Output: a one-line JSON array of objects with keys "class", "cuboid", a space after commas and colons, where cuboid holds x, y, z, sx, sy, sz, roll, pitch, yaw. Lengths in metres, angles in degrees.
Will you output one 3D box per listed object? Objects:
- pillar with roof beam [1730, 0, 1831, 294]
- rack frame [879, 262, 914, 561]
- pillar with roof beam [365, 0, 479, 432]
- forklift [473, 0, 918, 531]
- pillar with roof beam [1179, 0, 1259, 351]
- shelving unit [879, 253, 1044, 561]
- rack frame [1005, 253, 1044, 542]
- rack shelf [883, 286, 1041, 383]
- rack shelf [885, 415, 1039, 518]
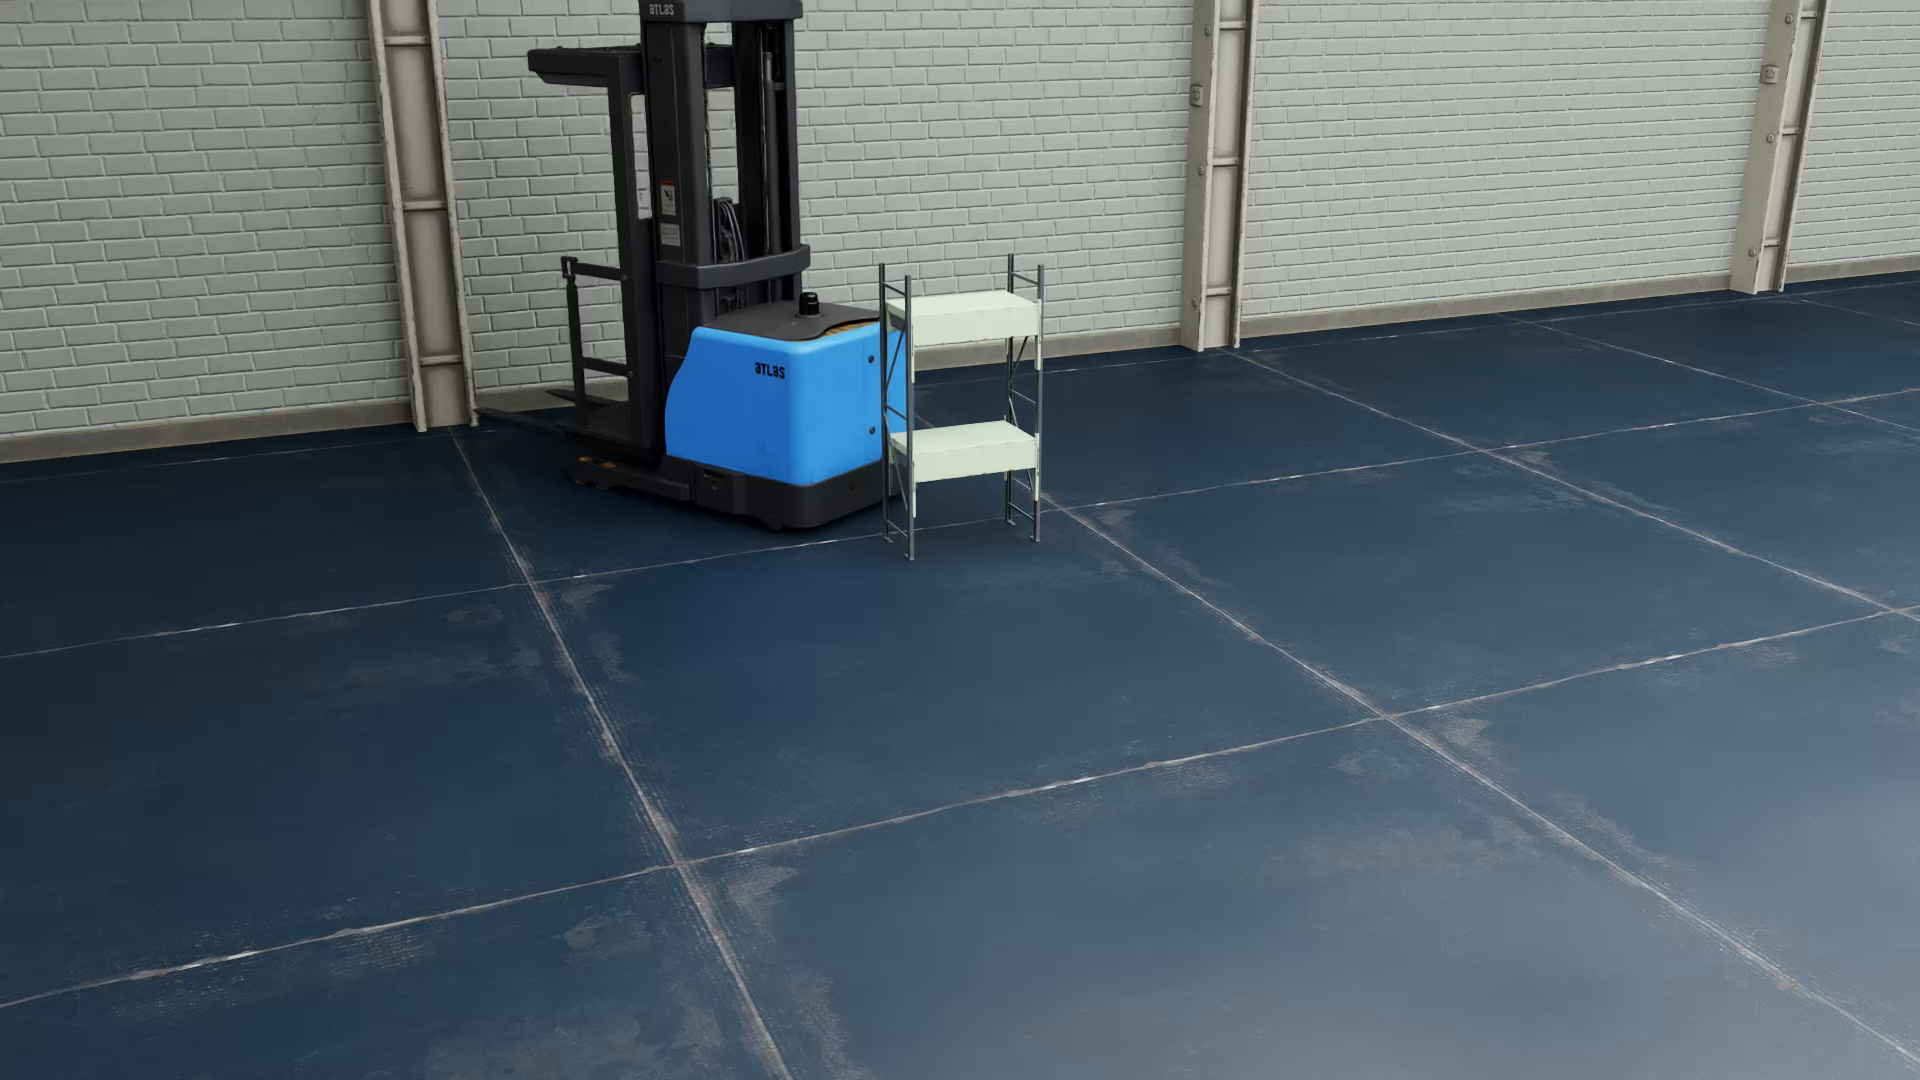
[{"class": "pillar with roof beam", "cuboid": [9.238, -5.302, 10.532, 0.400, 9.000, 9.100, -8, 21, -22]}, {"class": "rack frame", "cuboid": [-0.330, -0.660, 8.639, 0.023, 1.500, 0.400, -8, 21, -22]}, {"class": "pillar with roof beam", "cuboid": [-1.781, -3.724, 6.048, 0.400, 9.000, 9.100, -8, 21, -22]}, {"class": "forklift", "cuboid": [-1.734, -1.803, 9.730, 3.031, 2.935, 1.130, 14, 24, 34]}, {"class": "pillar with roof beam", "cuboid": [3.728, -4.513, 8.290, 0.400, 9.000, 9.100, -8, 21, -22]}, {"class": "shelving unit", "cuboid": [0.006, -0.708, 8.775, 0.755, 1.500, 0.431, -8, 21, -22]}, {"class": "rack frame", "cuboid": [0.342, -0.756, 8.912, 0.023, 1.500, 0.400, -8, 21, -22]}, {"class": "rack shelf", "cuboid": [0.006, -1.076, 8.646, 0.720, 0.370, 0.431, -8, 21, -22]}, {"class": "rack shelf", "cuboid": [0.006, -0.401, 8.884, 0.720, 0.370, 0.431, -8, 21, -22]}]
